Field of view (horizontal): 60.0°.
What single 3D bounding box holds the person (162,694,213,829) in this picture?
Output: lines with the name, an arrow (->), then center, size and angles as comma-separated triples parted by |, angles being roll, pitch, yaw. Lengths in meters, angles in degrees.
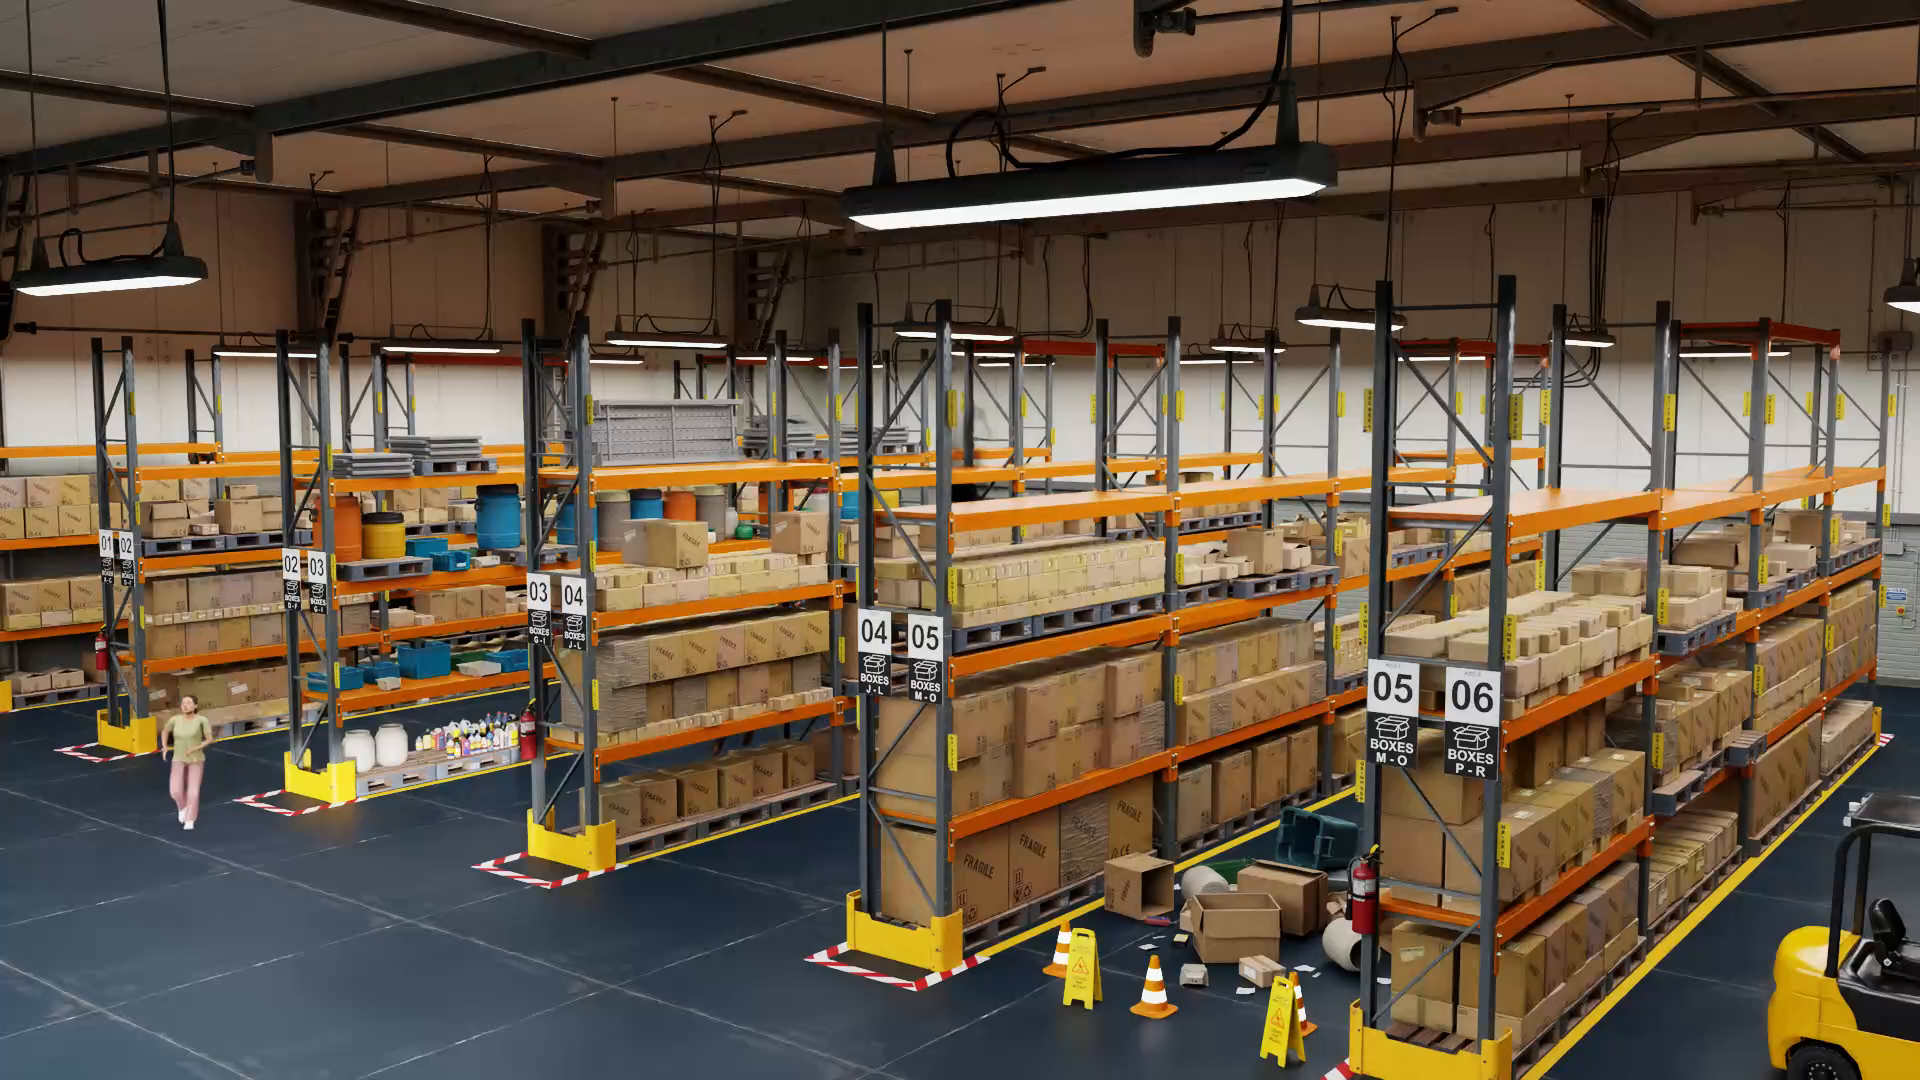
person -> -9.191, 2.640, 19.770 | 0.589, 1.611, 0.543 | -1, 5, -16

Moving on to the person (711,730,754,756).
person -> -3.193, 2.118, 23.307 | 0.580, 1.692, 0.844 | 2, 5, 23
